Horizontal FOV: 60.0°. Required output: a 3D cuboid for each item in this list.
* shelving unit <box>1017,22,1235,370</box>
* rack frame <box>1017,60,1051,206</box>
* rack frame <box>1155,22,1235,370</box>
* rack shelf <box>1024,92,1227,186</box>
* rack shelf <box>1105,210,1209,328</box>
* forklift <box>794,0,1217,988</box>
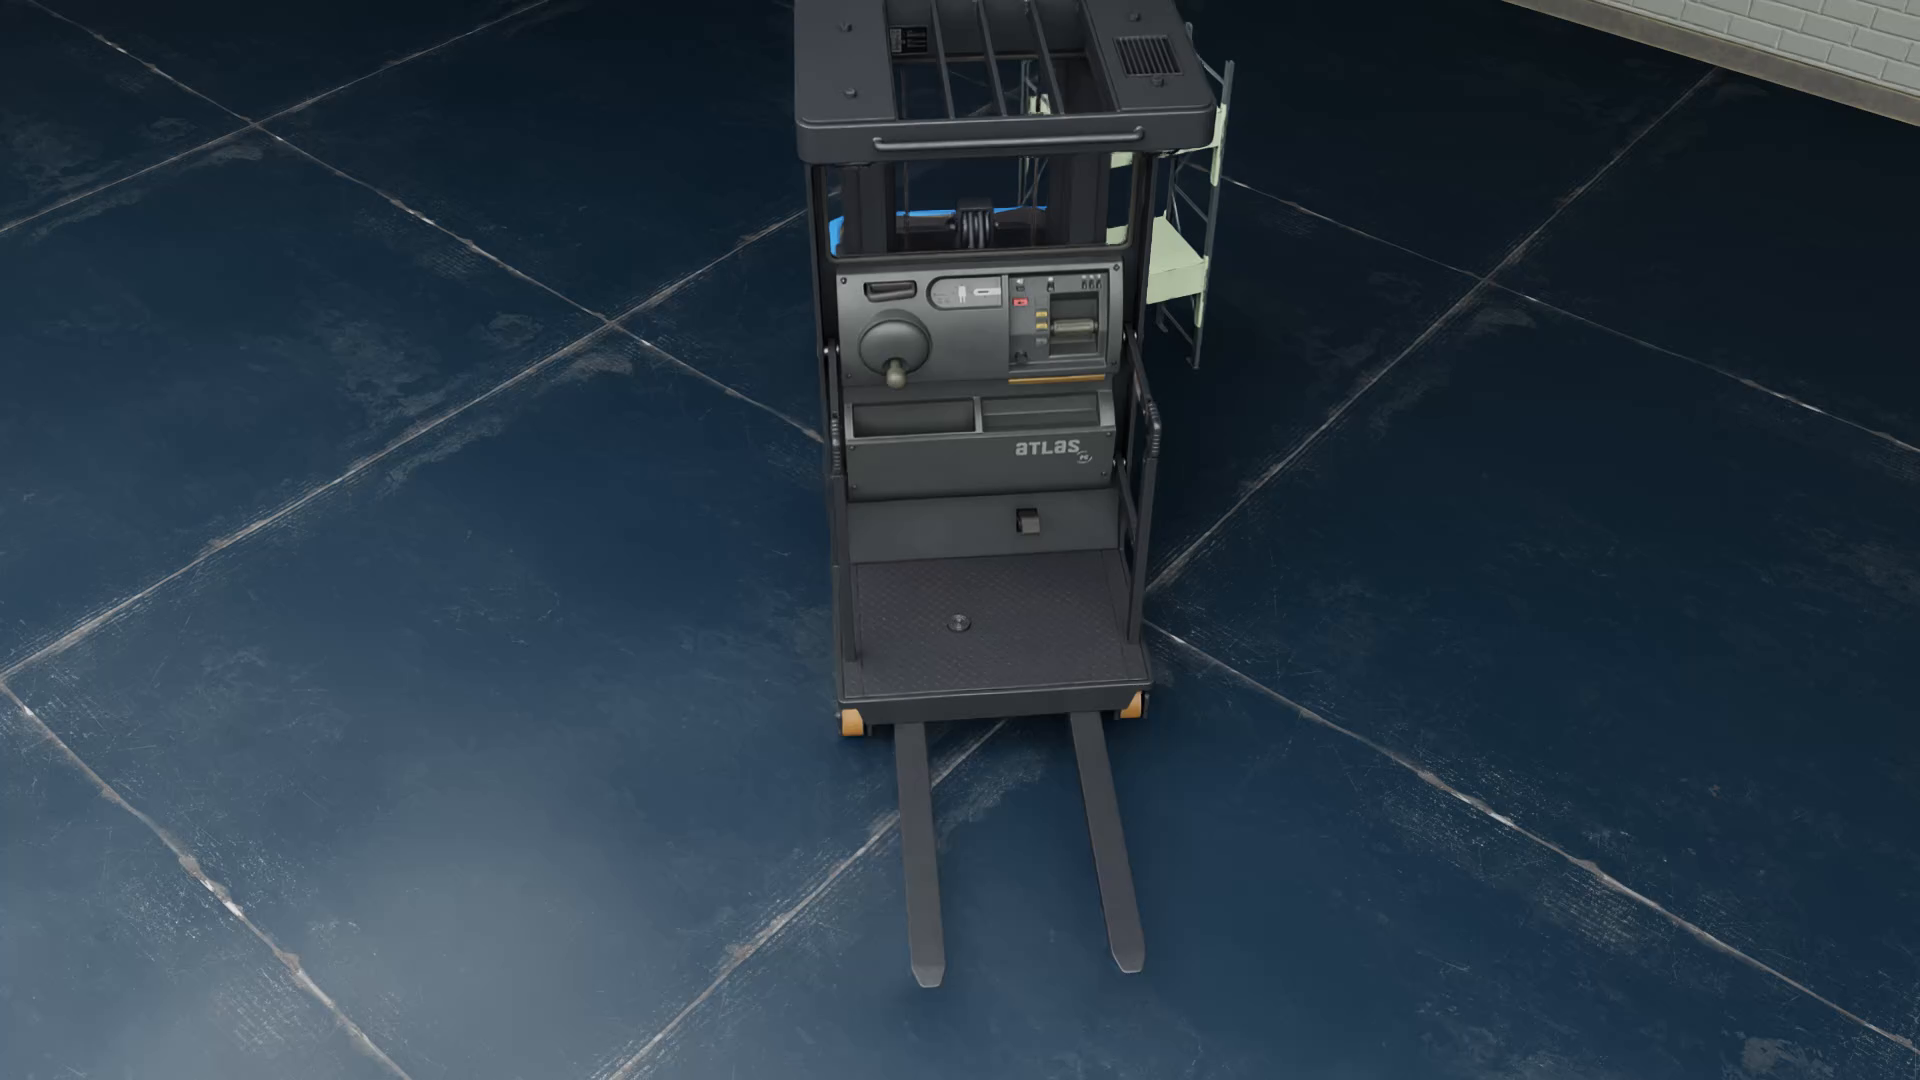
[{"bbox_3d":[0.668,-1.373,7.145,0.755,1.500,0.431,-15,44,-15],"label":"shelving unit"},{"bbox_3d":[0.326,-1.284,7.047,0.023,1.500,0.400,-15,44,-15],"label":"rack frame"},{"bbox_3d":[1.009,-1.462,7.243,0.023,1.500,0.400,-15,44,-15],"label":"rack frame"},{"bbox_3d":[0.668,-1.662,6.882,0.720,0.370,0.431,-15,44,-15],"label":"rack shelf"},{"bbox_3d":[0.668,-1.132,7.364,0.720,0.370,0.431,-15,44,-15],"label":"rack shelf"},{"bbox_3d":[0.088,-0.620,5.253,1.130,2.935,3.031,-3,42,-4],"label":"forklift"}]
